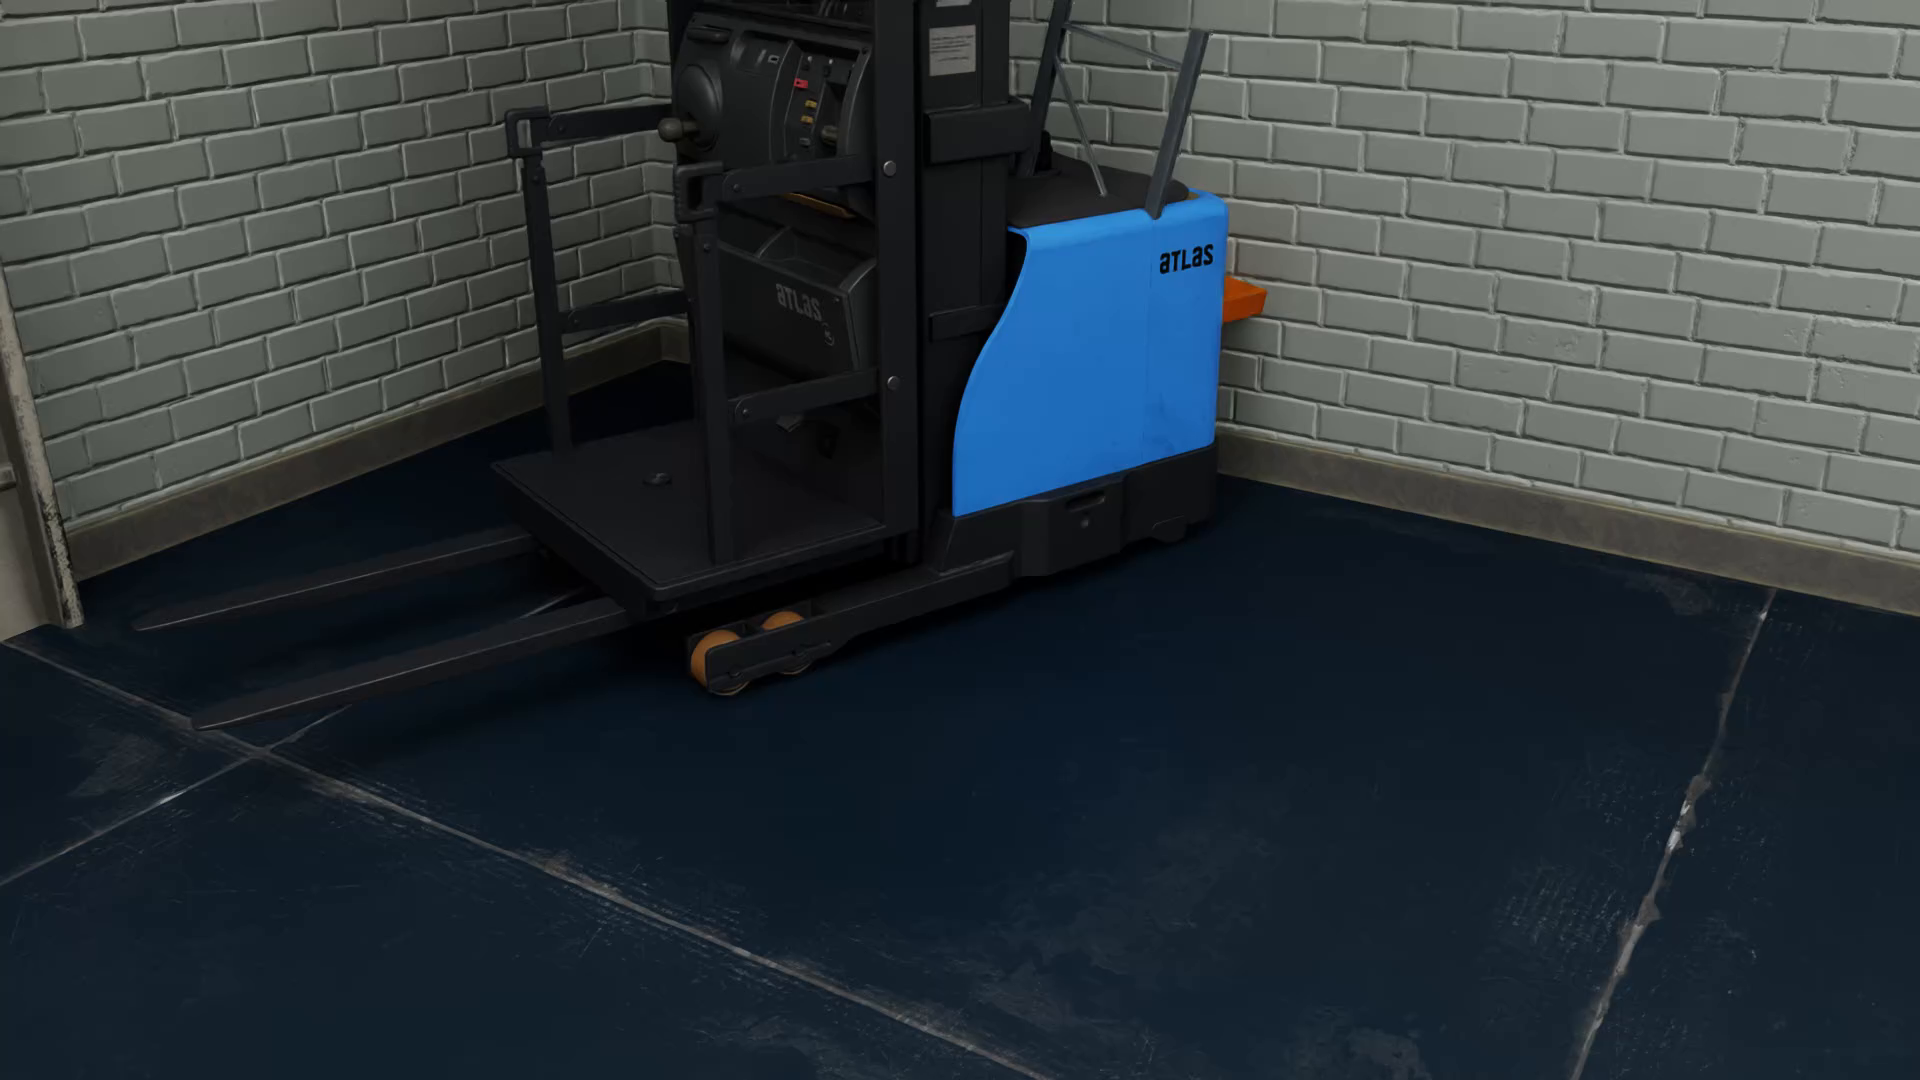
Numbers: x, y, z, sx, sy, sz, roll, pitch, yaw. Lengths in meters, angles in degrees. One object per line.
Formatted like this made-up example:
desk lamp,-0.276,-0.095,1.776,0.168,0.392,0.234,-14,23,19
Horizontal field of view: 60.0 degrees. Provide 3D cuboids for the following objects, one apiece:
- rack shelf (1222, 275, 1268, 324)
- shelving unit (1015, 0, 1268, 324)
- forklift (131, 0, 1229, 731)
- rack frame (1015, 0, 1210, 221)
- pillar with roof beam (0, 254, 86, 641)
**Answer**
rack shelf,0.602,-0.780,5.394,0.538,0.185,1.000,29,30,29
shelving unit,0.644,-0.940,5.321,0.587,1.500,1.083,29,30,29
forklift,-0.680,-1.179,4.285,3.031,2.935,1.130,-16,28,-33
rack frame,0.324,-0.818,4.933,0.500,1.500,0.032,29,30,29
pillar with roof beam,0.947,-2.961,0.762,9.100,9.000,0.400,14,27,29
